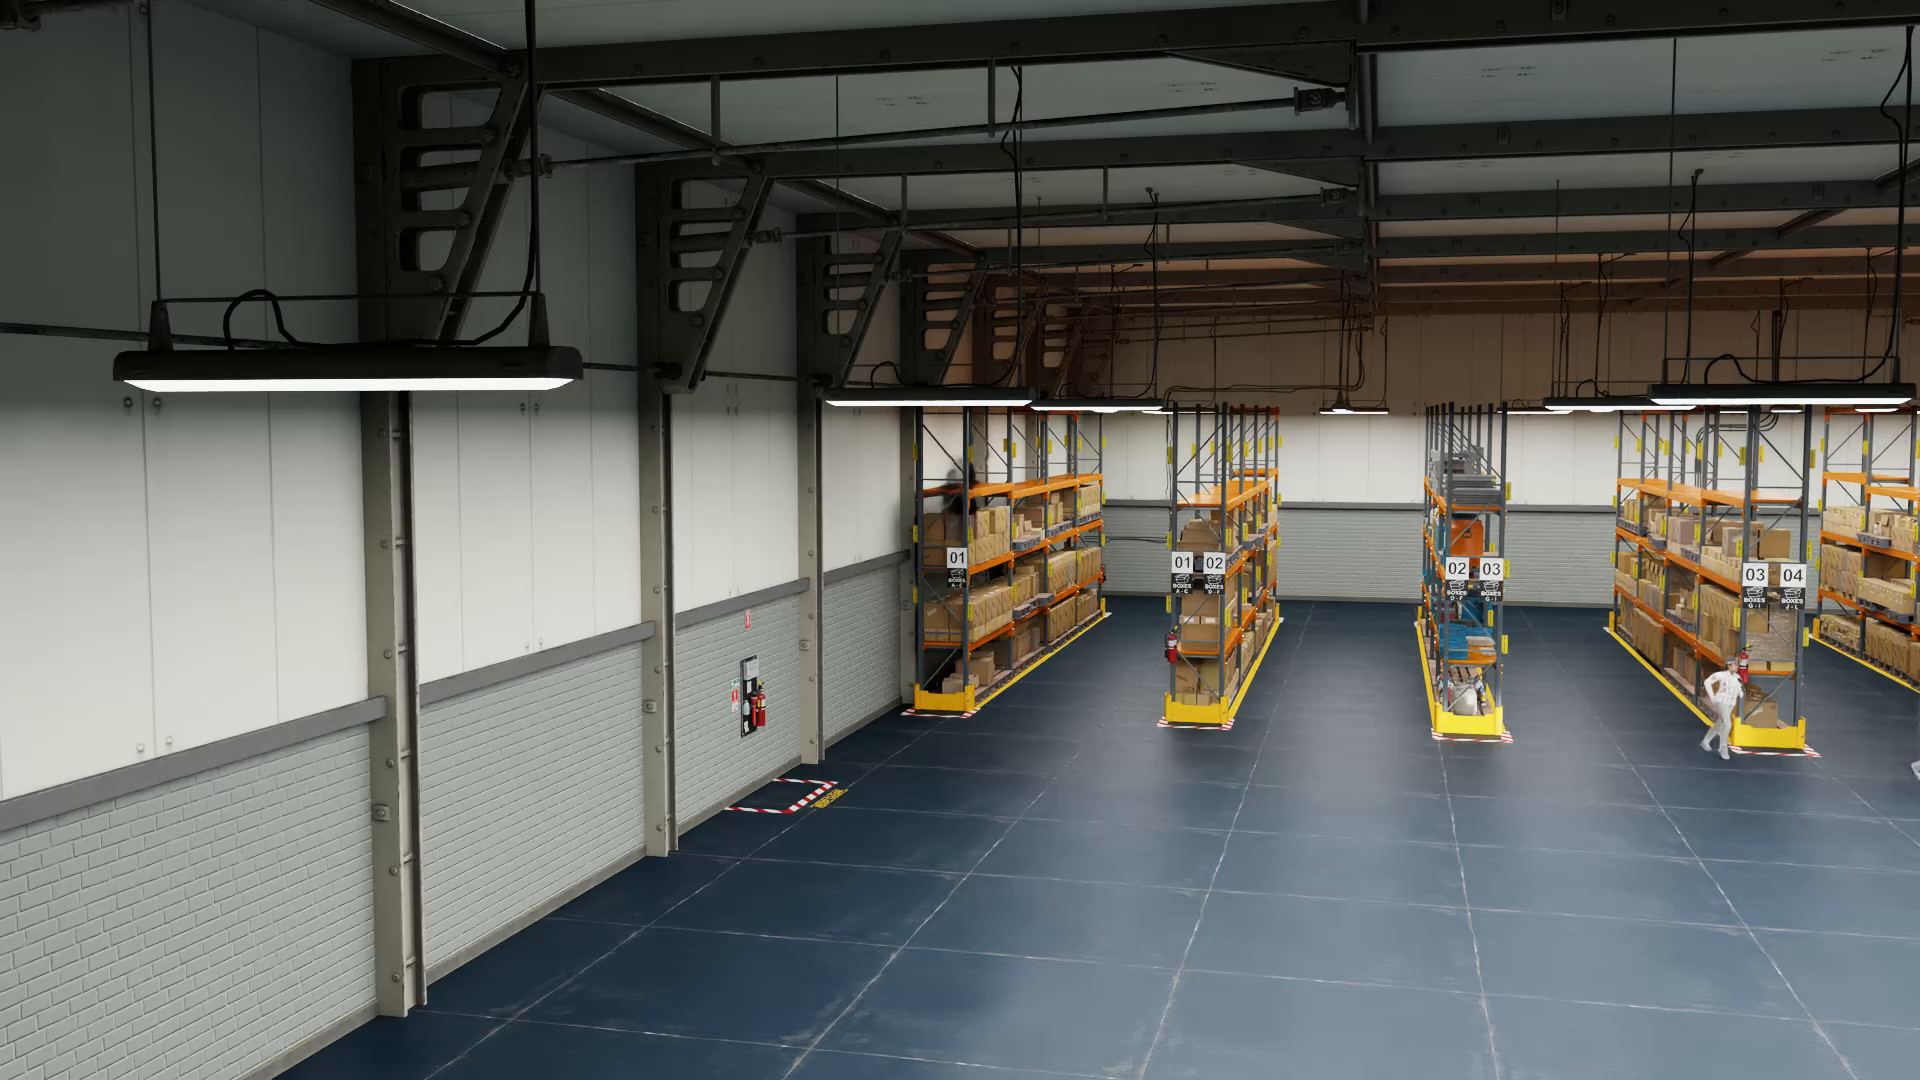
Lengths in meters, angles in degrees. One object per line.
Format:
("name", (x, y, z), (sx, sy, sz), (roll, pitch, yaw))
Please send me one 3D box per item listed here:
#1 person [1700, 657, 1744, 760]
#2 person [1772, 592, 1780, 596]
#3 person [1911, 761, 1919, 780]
("person", (12.971, 2.824, 28.206), (0.620, 1.719, 0.739), (-2, 5, -24))
("person", (20.802, 1.703, 42.691), (0.711, 1.705, 0.602), (3, 5, 33))
("person", (15.077, 3.010, 25.364), (0.595, 1.656, 0.945), (-3, 5, -36))
